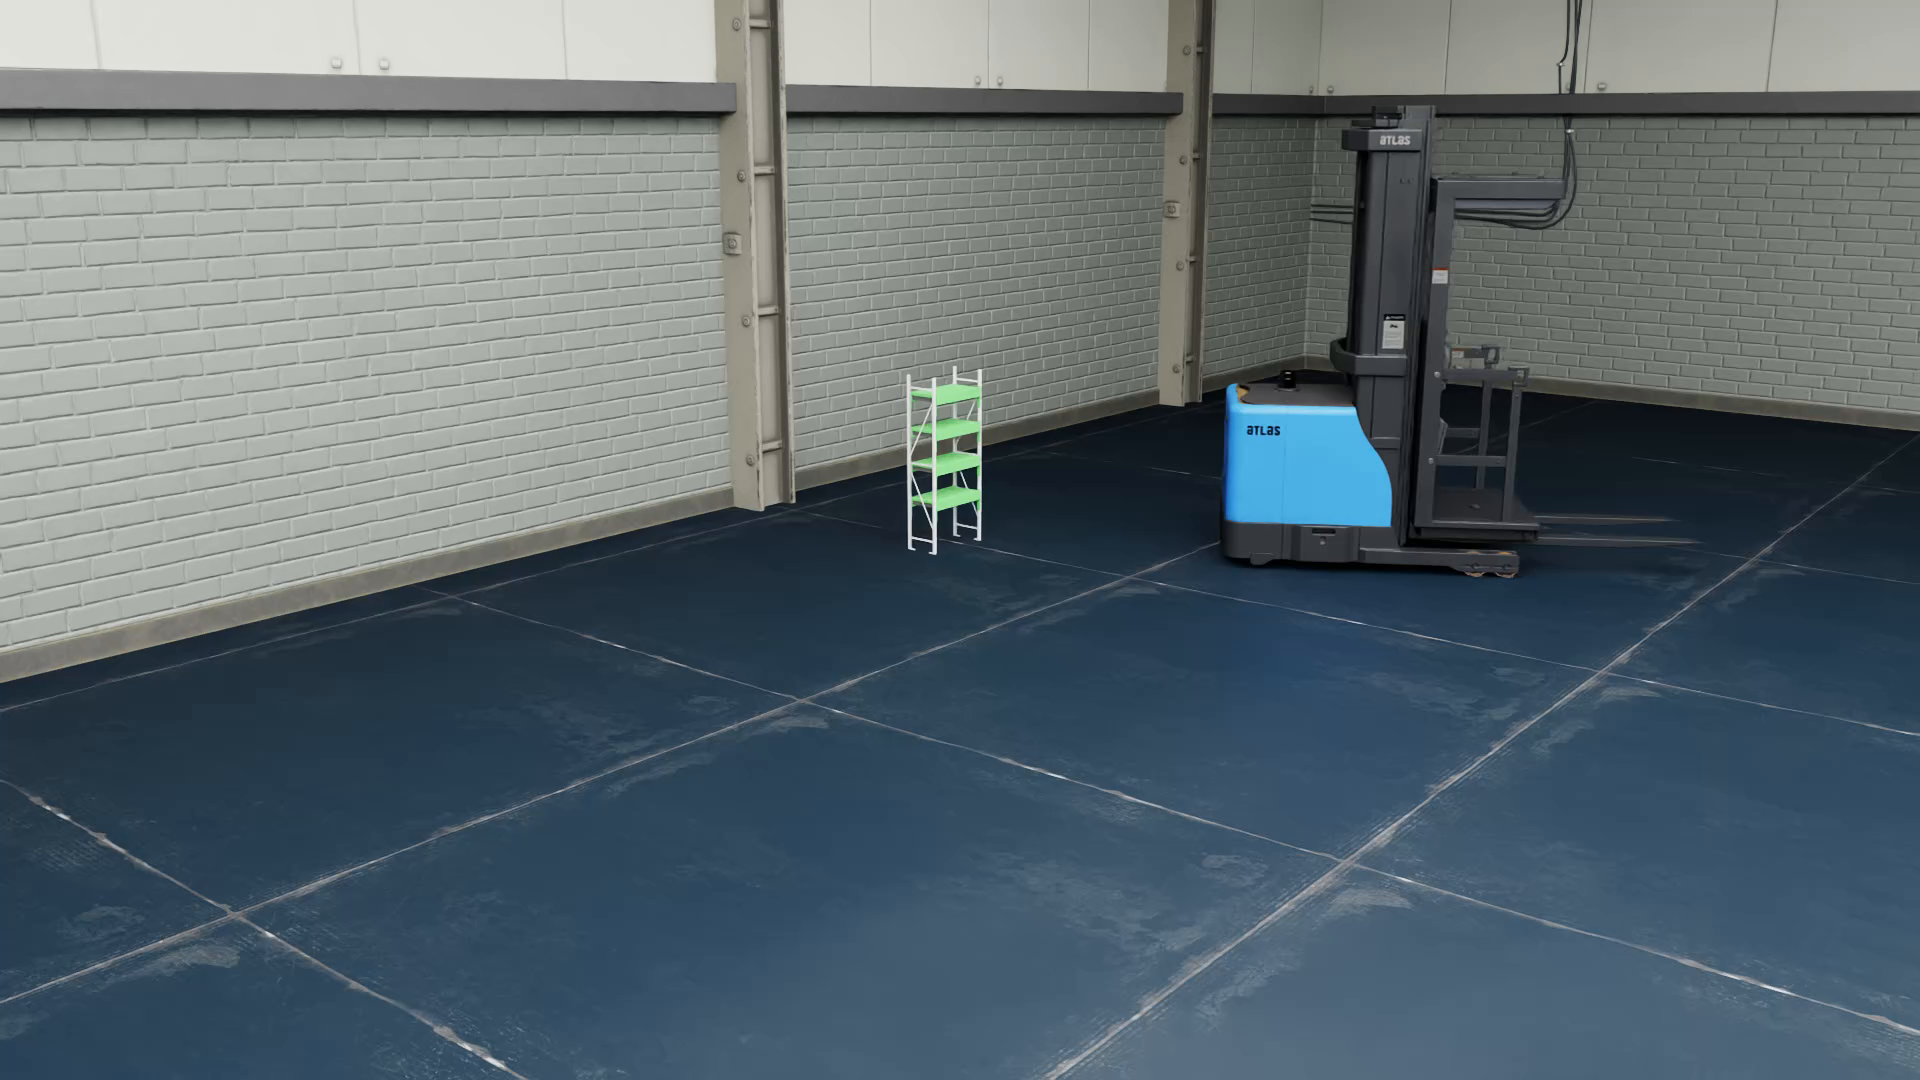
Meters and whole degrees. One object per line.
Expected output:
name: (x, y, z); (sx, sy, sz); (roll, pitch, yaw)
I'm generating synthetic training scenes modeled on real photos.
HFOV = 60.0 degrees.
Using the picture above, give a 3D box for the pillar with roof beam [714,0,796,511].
pillar with roof beam: (1.849, -3.970, 8.975); (9.100, 9.000, 0.400); (11, 18, 38)

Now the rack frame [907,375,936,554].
rack frame: (-0.257, -0.503, 11.166); (0.240, 1.200, 0.015); (11, 18, 38)

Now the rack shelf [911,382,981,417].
rack shelf: (-0.104, -0.953, 11.248); (0.258, 0.148, 0.480); (11, 18, 38)

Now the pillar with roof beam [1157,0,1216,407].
pillar with roof beam: (5.620, -5.119, 13.498); (9.100, 9.000, 0.400); (11, 18, 38)

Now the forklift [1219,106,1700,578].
forklift: (3.284, -1.316, 10.851); (3.031, 2.935, 1.130); (2, 14, 7)

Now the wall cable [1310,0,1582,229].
wall cable: (5.152, -4.640, 17.918); (3.097, 2.526, 0.112); (11, 18, 38)

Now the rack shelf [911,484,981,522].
rack shelf: (-0.104, -0.255, 11.425); (0.258, 0.148, 0.480); (11, 18, 38)

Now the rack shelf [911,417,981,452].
rack shelf: (-0.104, -0.721, 11.307); (0.258, 0.148, 0.480); (11, 18, 38)

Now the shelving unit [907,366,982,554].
shelving unit: (-0.104, -0.550, 11.350); (0.258, 1.200, 0.503); (11, 18, 38)

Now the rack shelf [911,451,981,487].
rack shelf: (-0.104, -0.488, 11.366); (0.258, 0.148, 0.480); (11, 18, 38)

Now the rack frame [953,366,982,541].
rack frame: (0.049, -0.597, 11.534); (0.240, 1.200, 0.015); (11, 18, 38)
